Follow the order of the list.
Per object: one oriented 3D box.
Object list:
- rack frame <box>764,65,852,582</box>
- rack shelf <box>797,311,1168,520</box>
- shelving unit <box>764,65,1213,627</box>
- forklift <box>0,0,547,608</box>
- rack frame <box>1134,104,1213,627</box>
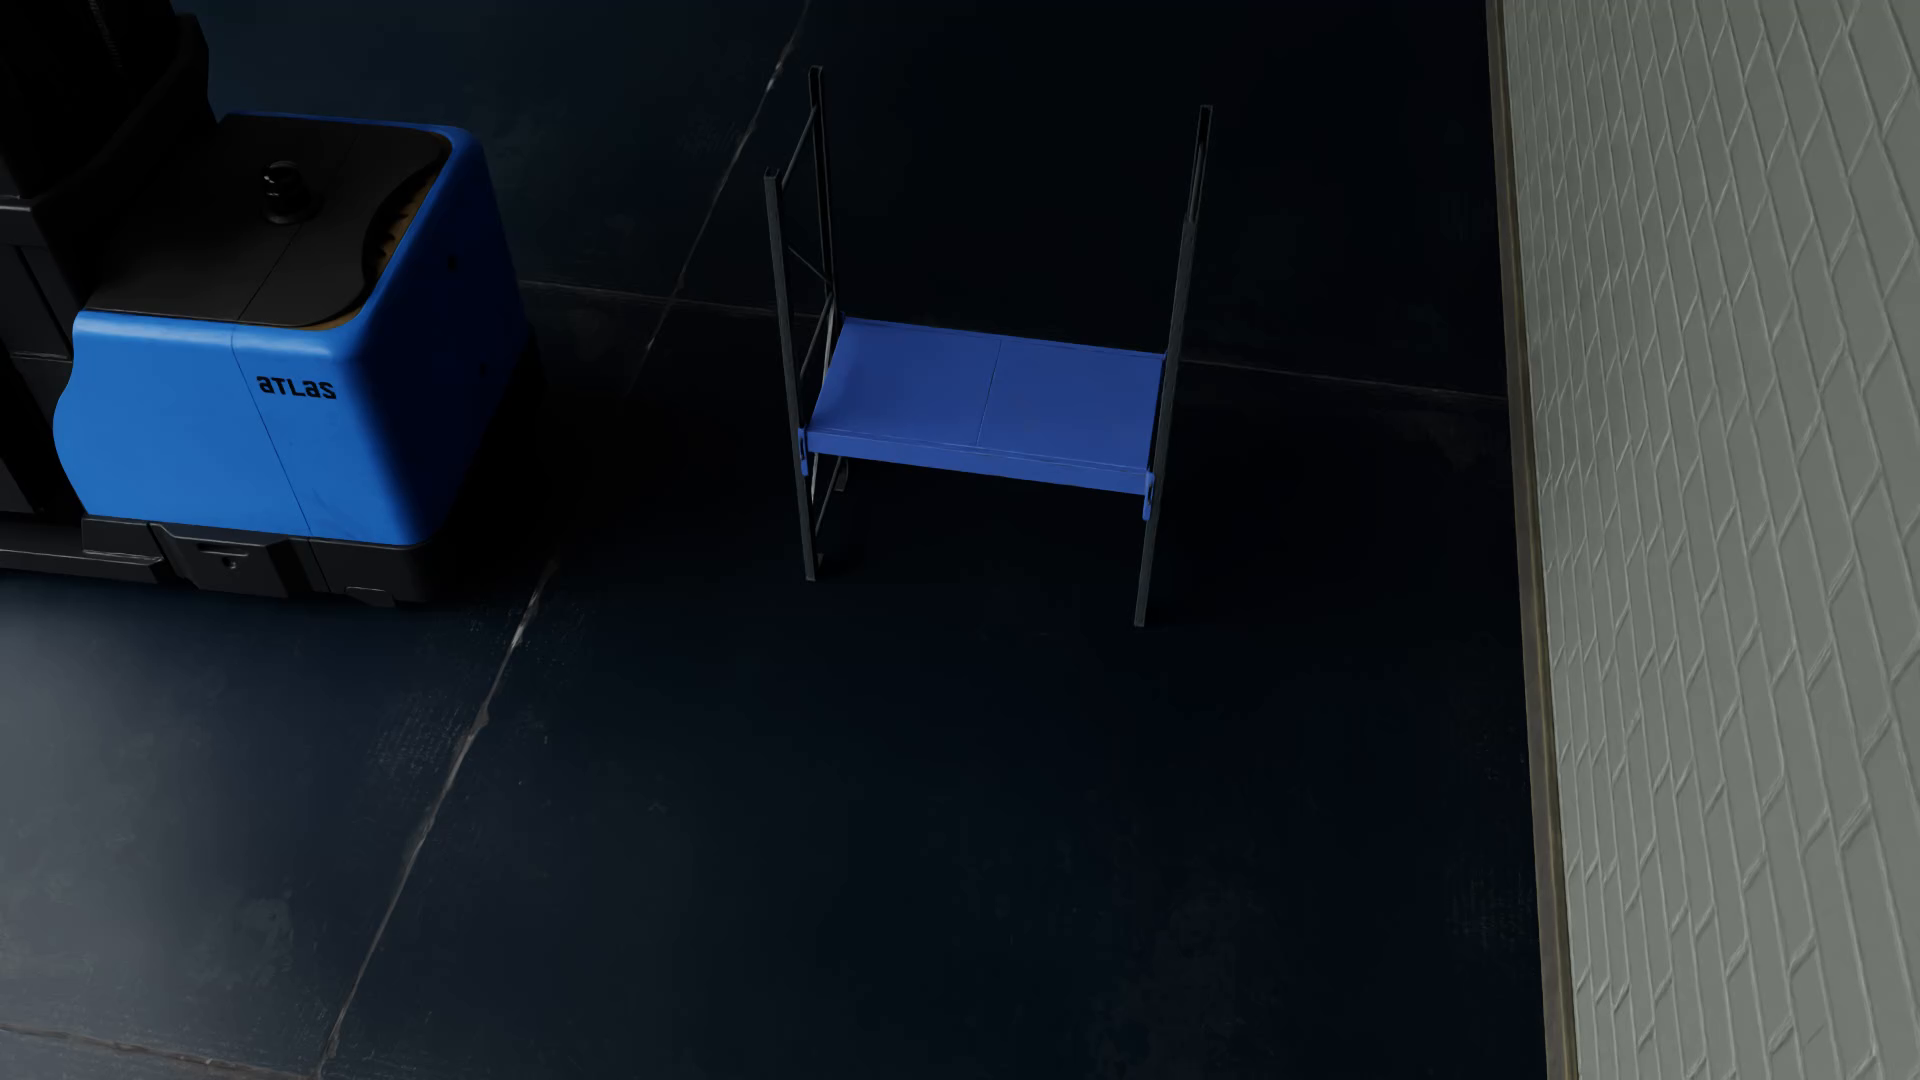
[{"bbox_3d":[-0.416,-0.557,4.742,0.032,1.500,0.500,8,49,7],"label":"rack frame"},{"bbox_3d":[0.084,-0.370,4.816,1.000,0.185,0.538,8,49,7],"label":"rack shelf"},{"bbox_3d":[0.084,-0.490,4.682,1.048,1.500,0.538,8,49,7],"label":"shelving unit"},{"bbox_3d":[-2.951,-1.268,4.419,3.031,2.935,1.130,6,48,5],"label":"forklift"},{"bbox_3d":[0.584,-0.423,4.622,0.032,1.500,0.500,8,49,7],"label":"rack frame"}]
